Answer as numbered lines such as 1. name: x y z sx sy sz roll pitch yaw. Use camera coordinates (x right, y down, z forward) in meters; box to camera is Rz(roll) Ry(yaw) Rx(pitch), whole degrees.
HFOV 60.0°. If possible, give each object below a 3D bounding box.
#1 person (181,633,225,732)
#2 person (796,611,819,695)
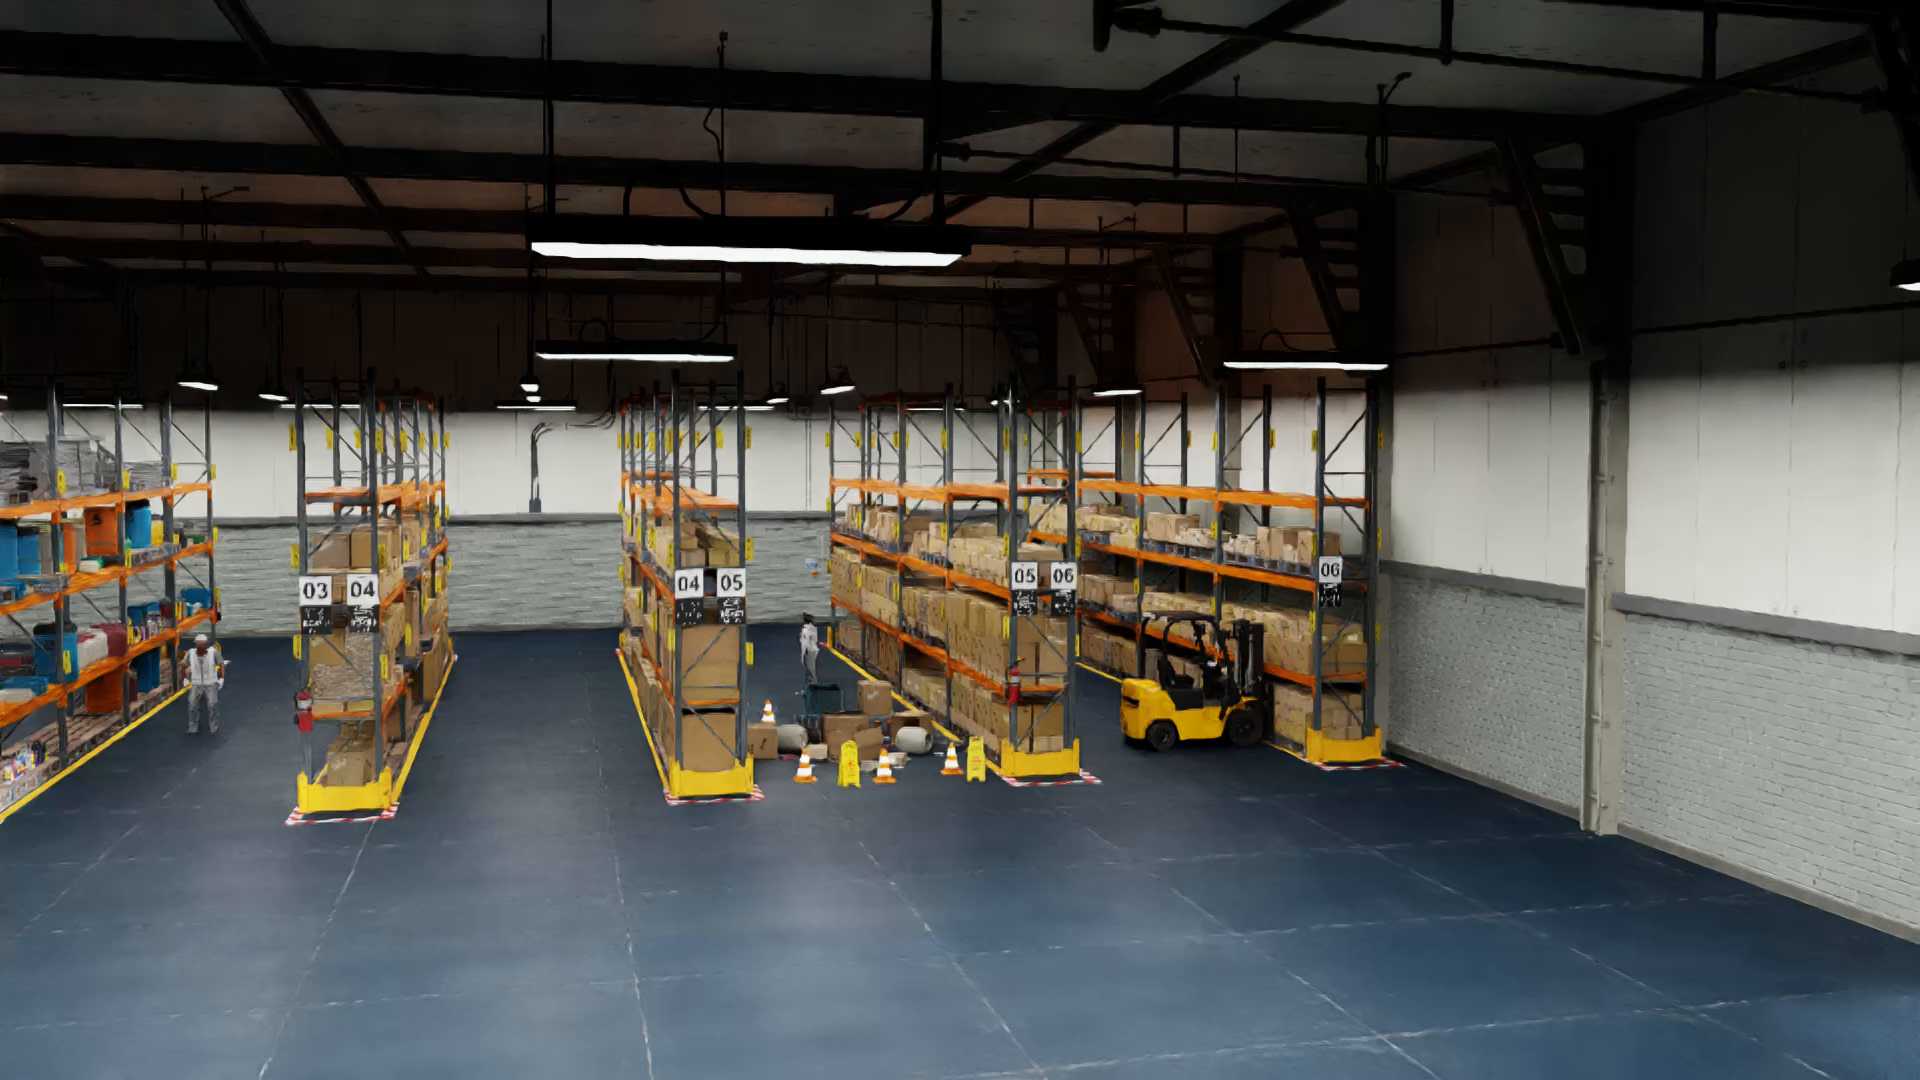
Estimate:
1. person: -12.929 2.448 28.404 0.702 1.735 0.549 -1 4 -15
2. person: -2.966 2.224 32.362 0.542 1.667 0.571 1 4 13
